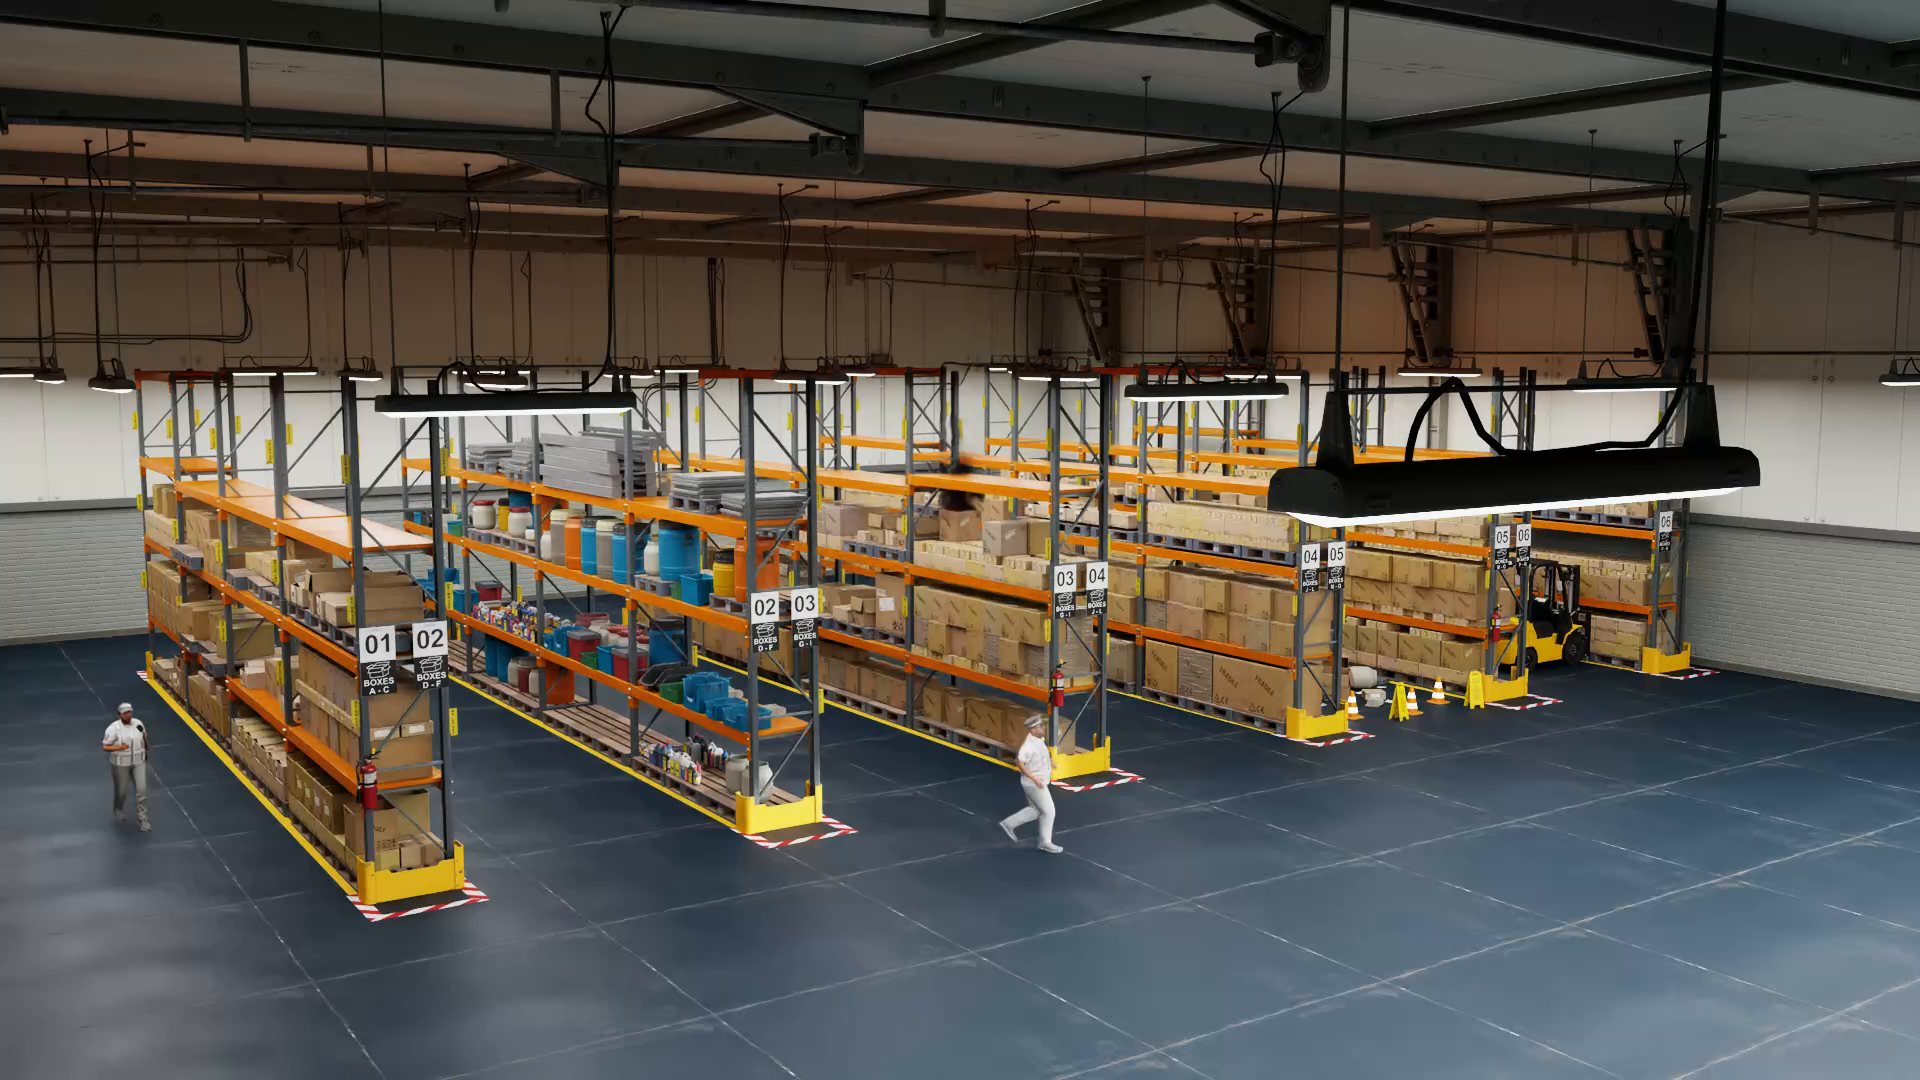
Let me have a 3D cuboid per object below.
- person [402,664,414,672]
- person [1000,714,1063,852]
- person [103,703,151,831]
[{"bbox_3d":[-9.097,2.294,27.674,0.680,1.777,0.988,-6,9,-42],"label":"person"},{"bbox_3d":[0.920,3.083,21.149,0.793,1.787,0.648,0,6,3],"label":"person"},{"bbox_3d":[-11.043,2.984,22.087,0.602,1.663,0.894,-6,9,-41],"label":"person"}]
